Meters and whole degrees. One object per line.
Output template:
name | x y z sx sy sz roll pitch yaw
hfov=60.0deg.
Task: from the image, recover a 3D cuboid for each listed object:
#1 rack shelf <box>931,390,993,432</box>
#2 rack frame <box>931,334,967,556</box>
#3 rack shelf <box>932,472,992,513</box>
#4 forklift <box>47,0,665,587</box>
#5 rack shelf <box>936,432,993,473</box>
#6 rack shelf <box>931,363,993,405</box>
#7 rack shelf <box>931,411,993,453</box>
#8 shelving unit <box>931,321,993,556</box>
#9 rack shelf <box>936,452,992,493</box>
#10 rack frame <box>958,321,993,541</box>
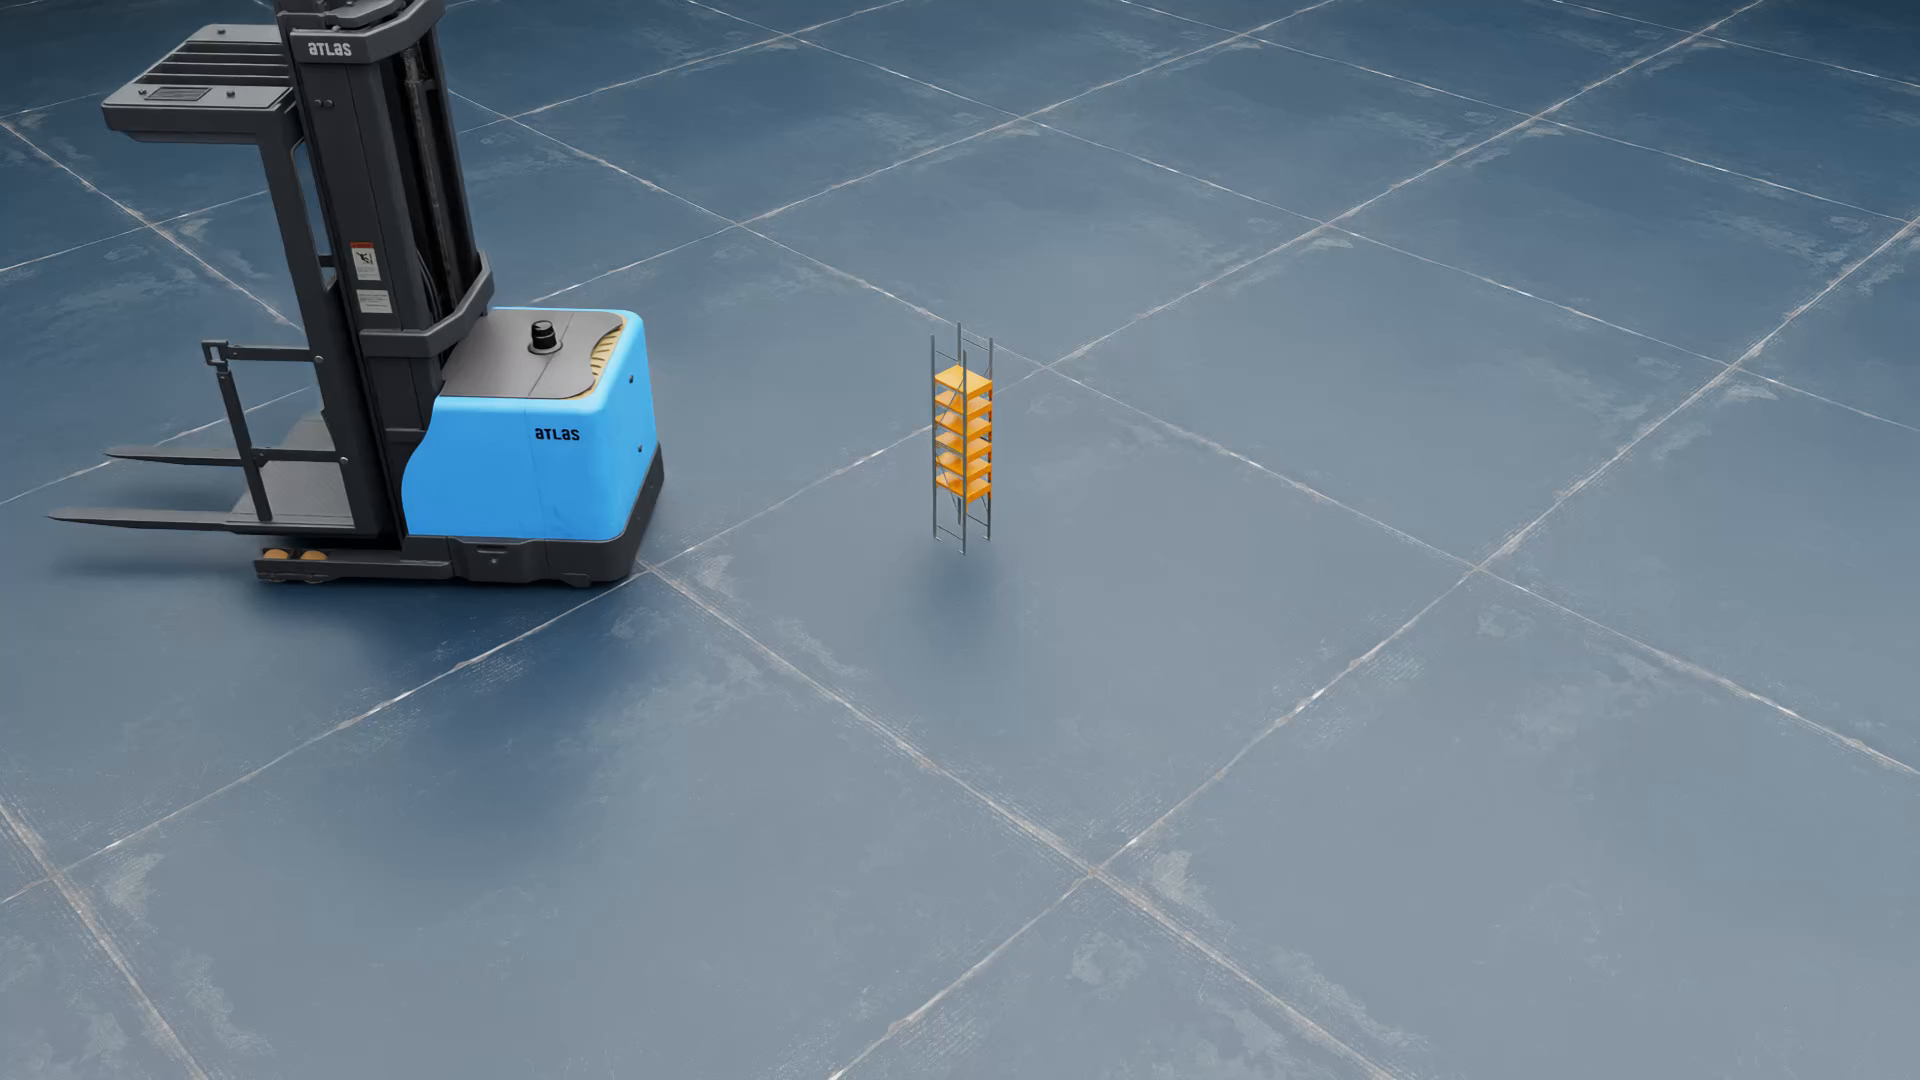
rack shelf | 0.010 -0.658 8.294 0.258 0.103 0.180 30 45 35
rack frame | -0.054 -0.461 8.353 0.240 1.200 0.006 30 45 35
rack shelf | 0.010 -0.265 8.569 0.258 0.103 0.180 30 45 35
forklift | -3.152 -1.281 8.015 3.031 2.935 1.130 2 35 3
rack shelf | 0.010 -0.462 8.431 0.258 0.103 0.180 30 45 35
rack shelf | 0.010 -0.757 8.225 0.258 0.103 0.180 30 45 35
rack shelf | 0.010 -0.560 8.363 0.258 0.103 0.180 30 45 35
shelving unit | 0.010 -0.498 8.406 0.258 1.200 0.189 30 45 35
rack shelf | 0.010 -0.363 8.500 0.258 0.103 0.180 30 45 35
rack frame | 0.075 -0.535 8.459 0.240 1.200 0.006 30 45 35
